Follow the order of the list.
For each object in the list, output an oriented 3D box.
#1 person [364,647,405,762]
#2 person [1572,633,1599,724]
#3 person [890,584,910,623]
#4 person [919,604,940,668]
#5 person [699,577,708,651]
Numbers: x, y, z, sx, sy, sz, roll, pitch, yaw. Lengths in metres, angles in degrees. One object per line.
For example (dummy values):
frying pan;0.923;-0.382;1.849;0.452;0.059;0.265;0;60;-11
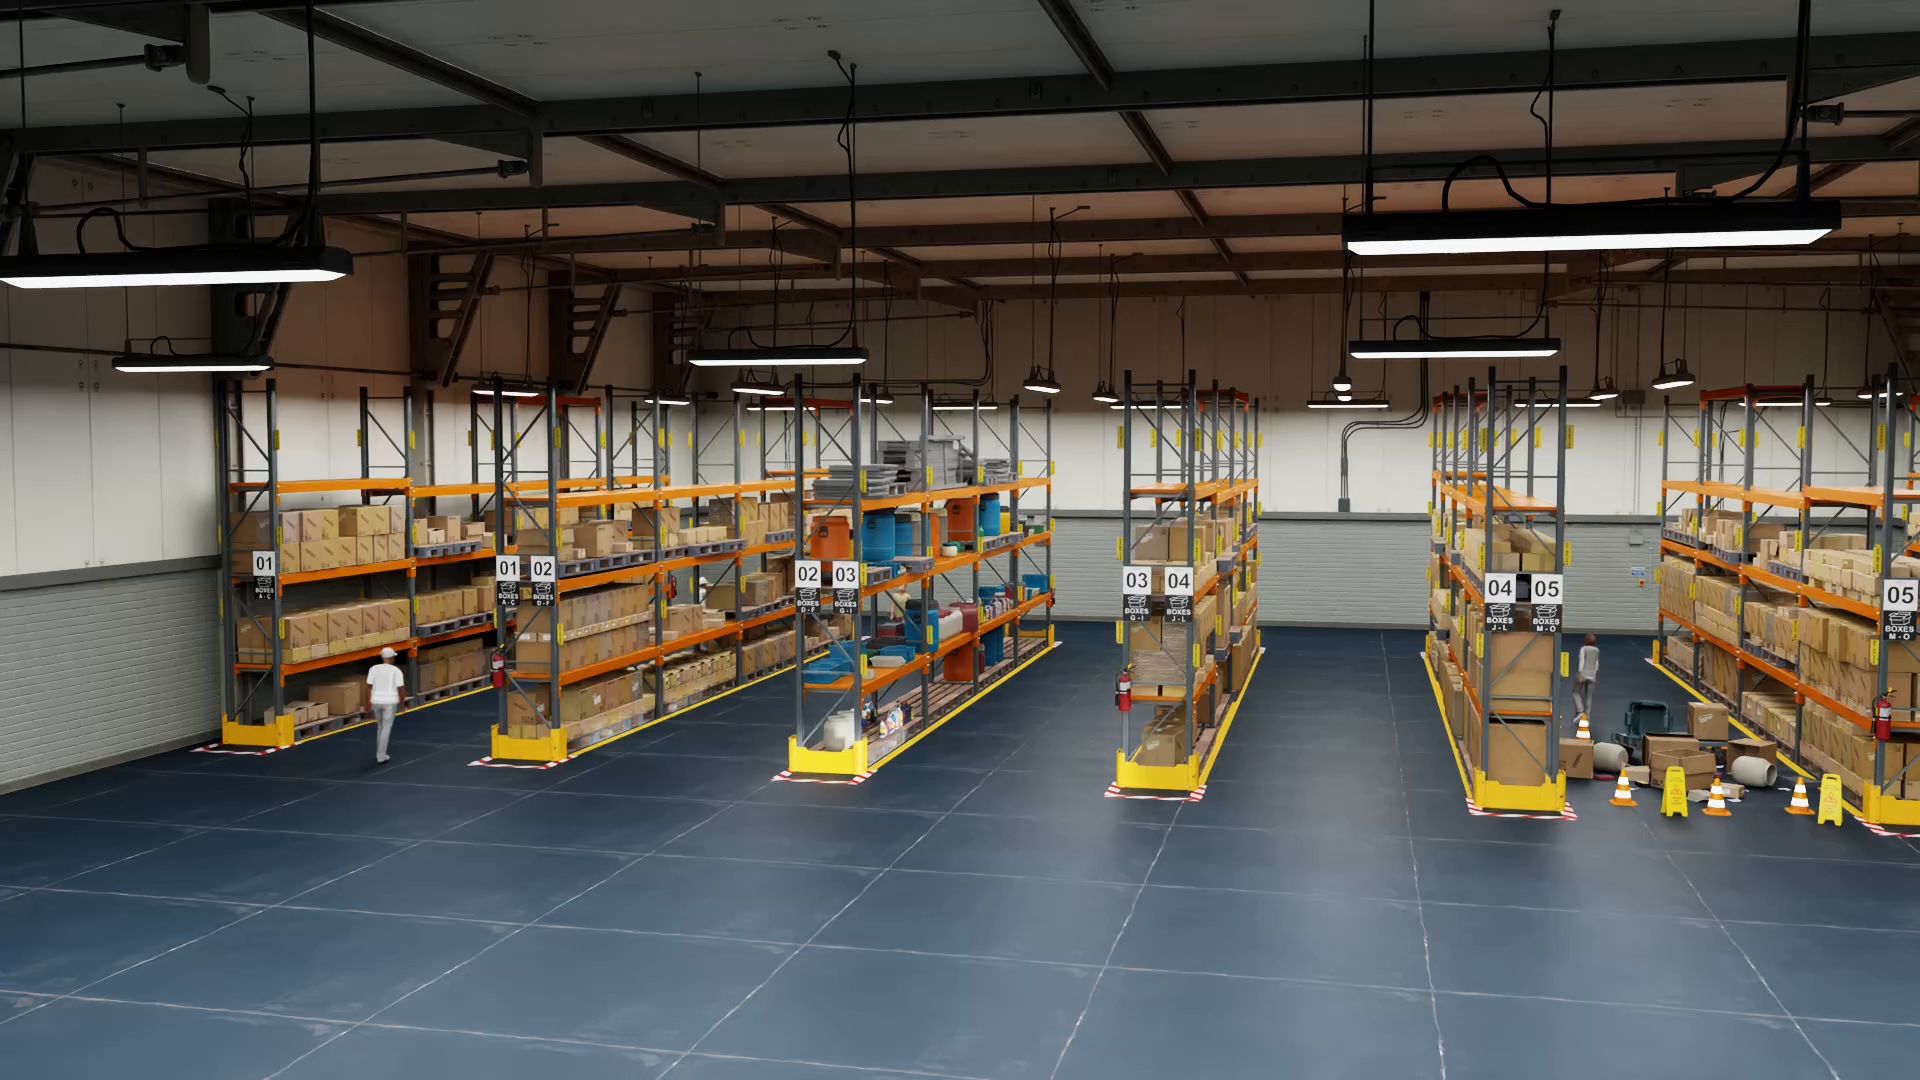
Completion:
person;-8.976;2.588;25.954;0.619;1.809;0.602;0;3;6
person;11.009;2.450;29.211;0.434;1.586;0.448;1;3;9
person;-1.413;1.808;39.622;0.466;1.611;1.082;1;3;10
person;-0.733;1.952;36.689;0.587;1.776;0.502;0;3;-8
person;-6.112;1.765;39.282;0.486;1.776;0.565;-3;5;-41
